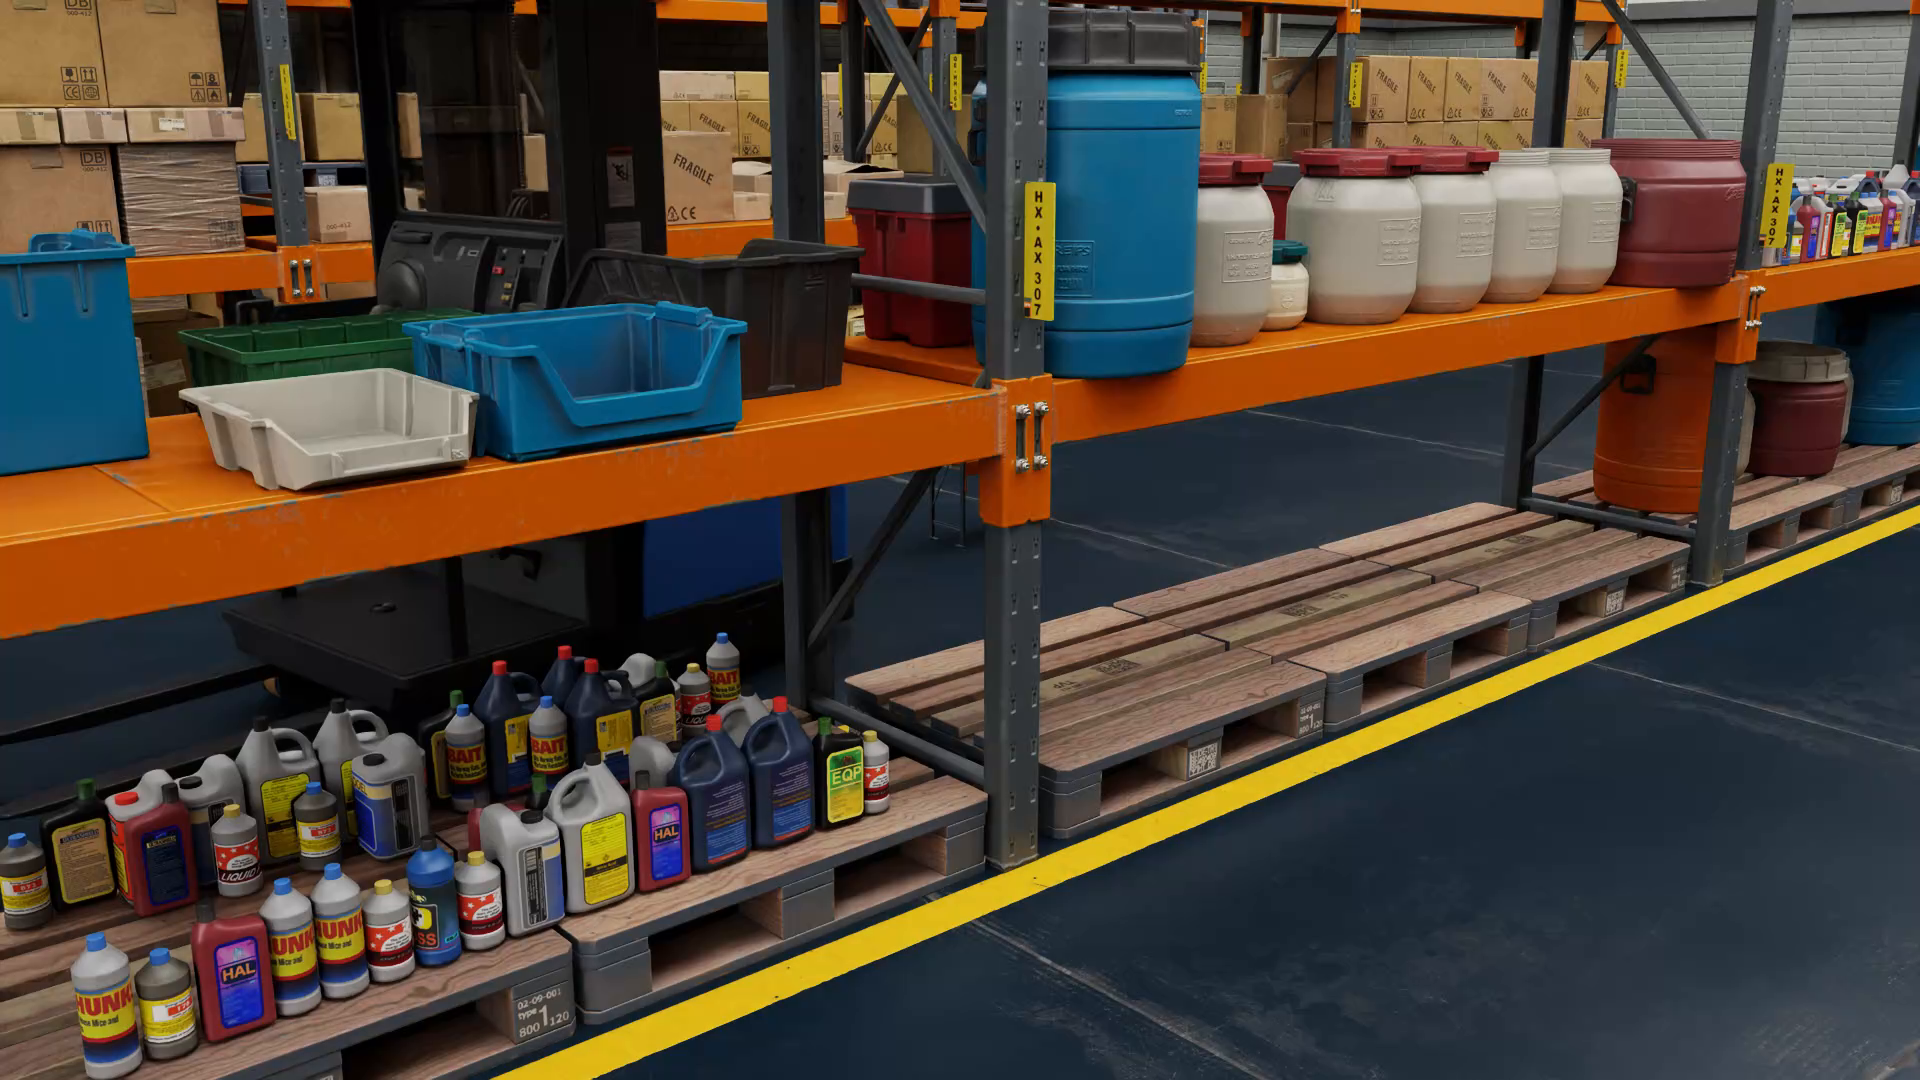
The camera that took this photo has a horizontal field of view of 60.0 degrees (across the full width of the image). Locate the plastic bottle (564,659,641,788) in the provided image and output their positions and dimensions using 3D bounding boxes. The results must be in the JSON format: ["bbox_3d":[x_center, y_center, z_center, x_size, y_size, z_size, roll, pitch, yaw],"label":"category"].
[{"bbox_3d":[-0.948,0.482,4.415,0.185,0.351,0.144,-13,19,-39],"label":"plastic bottle"}]

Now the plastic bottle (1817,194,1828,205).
[{"bbox_3d":[4.497,-1.707,8.714,0.097,0.201,0.097,0,15,0],"label":"plastic bottle"}]

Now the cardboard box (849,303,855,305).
[{"bbox_3d":[-0.981,-1.426,10.704,0.500,0.311,0.500,-12,19,-38],"label":"cardboard box"}]

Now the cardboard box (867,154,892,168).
[{"bbox_3d":[-0.874,-3.682,16.170,0.250,0.149,0.380,-12,19,-38],"label":"cardboard box"}]

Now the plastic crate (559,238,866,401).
[{"bbox_3d":[-0.640,-0.576,4.213,0.504,0.338,0.767,-13,19,-39],"label":"plastic crate"}]

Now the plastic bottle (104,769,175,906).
[{"bbox_3d":[-1.873,0.678,3.826,0.135,0.276,0.152,-12,19,-39],"label":"plastic bottle"}]

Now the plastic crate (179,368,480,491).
[{"bbox_3d":[-1.220,-0.218,3.264,0.437,0.136,0.530,-13,19,-39],"label":"plastic crate"}]

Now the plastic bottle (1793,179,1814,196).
[{"bbox_3d":[4.401,-1.764,8.783,0.135,0.276,0.152,-13,19,-39],"label":"plastic bottle"}]

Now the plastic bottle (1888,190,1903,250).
[{"bbox_3d":[4.371,-1.505,7.822,0.097,0.271,0.097,0,15,0],"label":"plastic bottle"}]

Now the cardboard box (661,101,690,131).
[{"bbox_3d":[-2.712,-3.597,14.594,0.500,0.500,0.500,-12,19,-38],"label":"cardboard box"}]

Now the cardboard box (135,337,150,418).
[{"bbox_3d":[-4.002,-0.668,7.498,0.500,0.500,0.500,-13,19,-39],"label":"cardboard box"}]

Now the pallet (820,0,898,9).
[{"bbox_3d":[-1.289,-5.145,15.758,1.217,0.209,0.805,-14,20,-42],"label":"pallet"}]

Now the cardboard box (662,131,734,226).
[{"bbox_3d":[-1.648,-2.073,9.504,0.500,0.500,0.500,-14,20,-42],"label":"cardboard box"}]

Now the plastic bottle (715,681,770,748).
[{"bbox_3d":[-0.553,0.535,4.216,0.185,0.351,0.144,-13,19,-39],"label":"plastic bottle"}]

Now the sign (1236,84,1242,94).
[{"bbox_3d":[2.263,-3.512,13.409,0.005,0.325,0.100,-13,19,-39],"label":"sign"}]

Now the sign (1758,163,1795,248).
[{"bbox_3d":[3.222,-1.320,6.563,0.005,0.325,0.100,-13,19,-39],"label":"sign"}]

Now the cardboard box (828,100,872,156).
[{"bbox_3d":[-1.191,-3.940,15.877,0.500,0.500,0.500,-12,19,-39],"label":"cardboard box"}]

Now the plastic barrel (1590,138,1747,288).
[{"bbox_3d":[2.705,-1.275,6.448,0.708,0.536,0.600,-13,19,-39],"label":"plastic barrel"}]

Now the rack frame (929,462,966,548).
[{"bbox_3d":[-0.059,-0.566,7.545,0.015,1.200,0.240,-13,19,-39],"label":"rack frame"}]

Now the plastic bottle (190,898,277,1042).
[{"bbox_3d":[-1.424,0.827,3.254,0.133,0.283,0.061,-12,19,-38],"label":"plastic bottle"}]

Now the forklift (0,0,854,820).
[{"bbox_3d":[-1.732,-0.848,5.243,1.130,2.935,3.031,12,19,38],"label":"forklift"}]

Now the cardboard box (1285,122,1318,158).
[{"bbox_3d":[2.833,-3.173,13.621,0.500,0.500,0.500,-12,19,-38],"label":"cardboard box"}]

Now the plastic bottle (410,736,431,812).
[{"bbox_3d":[-1.414,0.601,4.257,0.097,0.201,0.097,0,15,0],"label":"plastic bottle"}]

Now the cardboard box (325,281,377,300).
[{"bbox_3d":[-4.978,-1.994,13.395,0.500,0.500,0.700,-13,20,-40],"label":"cardboard box"}]

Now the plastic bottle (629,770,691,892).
[{"bbox_3d":[-0.699,0.664,3.864,0.133,0.283,0.061,-11,19,-36],"label":"plastic bottle"}]

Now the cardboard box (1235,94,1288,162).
[{"bbox_3d":[2.120,-3.204,12.926,0.700,0.500,0.500,8,17,28],"label":"cardboard box"}]

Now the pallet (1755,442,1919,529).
[{"bbox_3d":[4.343,-0.347,8.641,1.213,0.211,1.003,-13,19,-39],"label":"pallet"}]

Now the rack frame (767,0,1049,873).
[{"bbox_3d":[-0.162,-0.670,4.444,0.127,3.000,1.000,-13,19,-39],"label":"rack frame"}]

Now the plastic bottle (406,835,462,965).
[{"bbox_3d":[-1.120,0.758,3.535,0.097,0.271,0.097,0,15,0],"label":"plastic bottle"}]

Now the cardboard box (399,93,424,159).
[{"bbox_3d":[-4.399,-3.355,13.452,0.700,0.500,0.500,14,20,42],"label":"cardboard box"}]

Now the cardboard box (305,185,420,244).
[{"bbox_3d":[-3.068,-1.654,8.420,0.500,0.250,0.500,-11,19,-36],"label":"cardboard box"}]

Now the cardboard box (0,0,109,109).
[{"bbox_3d":[-4.121,-2.147,7.269,0.500,0.500,0.700,-13,20,-39],"label":"cardboard box"}]

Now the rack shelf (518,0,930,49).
[{"bbox_3d":[-2.139,-4.716,15.176,4.000,0.370,1.077,-13,19,-39],"label":"rack shelf"}]

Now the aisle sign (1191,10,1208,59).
[{"bbox_3d":[2.639,-5.841,18.767,0.004,0.787,0.394,-13,19,-39],"label":"aisle sign"}]

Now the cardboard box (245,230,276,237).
[{"bbox_3d":[-5.401,-2.257,12.927,0.500,0.250,0.500,-13,20,-41],"label":"cardboard box"}]

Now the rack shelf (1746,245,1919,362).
[{"bbox_3d":[4.365,-1.338,8.342,4.000,0.370,1.077,-13,19,-39],"label":"rack shelf"}]

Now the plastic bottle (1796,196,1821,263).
[{"bbox_3d":[3.672,-1.348,7.210,0.133,0.283,0.061,-13,19,-39],"label":"plastic bottle"}]

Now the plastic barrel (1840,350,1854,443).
[{"bbox_3d":[4.433,-0.739,8.710,0.421,0.512,0.421,0,15,0],"label":"plastic barrel"}]

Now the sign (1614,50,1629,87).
[{"bbox_3d":[5.991,-4.268,15.060,0.005,0.325,0.100,-13,19,-39],"label":"sign"}]

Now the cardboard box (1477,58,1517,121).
[{"bbox_3d":[4.331,-3.808,14.063,0.500,0.500,0.500,-12,19,-38],"label":"cardboard box"}]

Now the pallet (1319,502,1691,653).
[{"bbox_3d":[2.246,0.124,6.878,1.213,0.211,1.003,-13,19,-39],"label":"pallet"}]

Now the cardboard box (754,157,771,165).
[{"bbox_3d":[-1.894,-3.480,15.413,0.250,0.149,0.380,-12,19,-38],"label":"cardboard box"}]

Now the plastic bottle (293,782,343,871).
[{"bbox_3d":[-1.534,0.677,3.971,0.097,0.201,0.097,0,15,0],"label":"plastic bottle"}]

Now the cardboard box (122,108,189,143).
[{"bbox_3d":[-3.663,-1.867,7.476,0.250,0.149,0.380,-13,20,-41],"label":"cardboard box"}]

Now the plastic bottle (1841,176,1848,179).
[{"bbox_3d":[4.893,-1.882,9.233,0.097,0.271,0.097,0,15,0],"label":"plastic bottle"}]

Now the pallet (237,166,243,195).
[{"bbox_3d":[-5.993,-2.607,12.068,1.213,0.211,1.003,-13,19,-39],"label":"pallet"}]

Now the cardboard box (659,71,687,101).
[{"bbox_3d":[-2.731,-3.958,14.492,0.500,0.250,0.500,-13,20,-40],"label":"cardboard box"}]

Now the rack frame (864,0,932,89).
[{"bbox_3d":[-0.630,-3.953,16.738,0.127,3.000,1.000,-13,19,-39],"label":"rack frame"}]

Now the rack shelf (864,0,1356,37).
[{"bbox_3d":[1.116,-3.753,11.568,4.000,0.370,1.077,-13,19,-39],"label":"rack shelf"}]

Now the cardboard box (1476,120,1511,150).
[{"bbox_3d":[4.334,-3.329,14.208,0.500,0.500,0.500,-13,20,-40],"label":"cardboard box"}]

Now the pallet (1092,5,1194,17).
[{"bbox_3d":[1.835,-5.910,18.421,1.213,0.211,1.003,-13,19,-39],"label":"pallet"}]

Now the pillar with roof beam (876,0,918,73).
[{"bbox_3d":[2.156,-6.301,13.901,0.400,9.000,9.100,-13,19,-39],"label":"pillar with roof beam"}]

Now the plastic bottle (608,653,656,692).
[{"bbox_3d":[-0.916,0.463,4.631,0.135,0.276,0.152,-12,19,-37],"label":"plastic bottle"}]

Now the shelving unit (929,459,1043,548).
[{"bbox_3d":[0.125,-0.608,7.700,0.503,1.200,0.258,-13,19,-39],"label":"shelving unit"}]

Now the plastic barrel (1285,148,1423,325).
[{"bbox_3d":[1.257,-0.979,5.339,0.433,0.535,0.433,0,15,0],"label":"plastic barrel"}]

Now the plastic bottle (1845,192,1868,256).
[{"bbox_3d":[4.049,-1.432,7.526,0.133,0.283,0.061,-13,19,-39],"label":"plastic bottle"}]

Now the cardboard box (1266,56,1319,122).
[{"bbox_3d":[2.836,-3.657,13.498,0.500,0.500,0.500,-13,19,-39],"label":"cardboard box"}]

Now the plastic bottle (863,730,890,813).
[{"bbox_3d":[-0.231,0.592,4.291,0.097,0.201,0.097,0,15,0],"label":"plastic bottle"}]

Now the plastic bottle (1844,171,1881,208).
[{"bbox_3d":[4.362,-1.602,8.030,0.185,0.351,0.144,-13,19,-39],"label":"plastic bottle"}]
